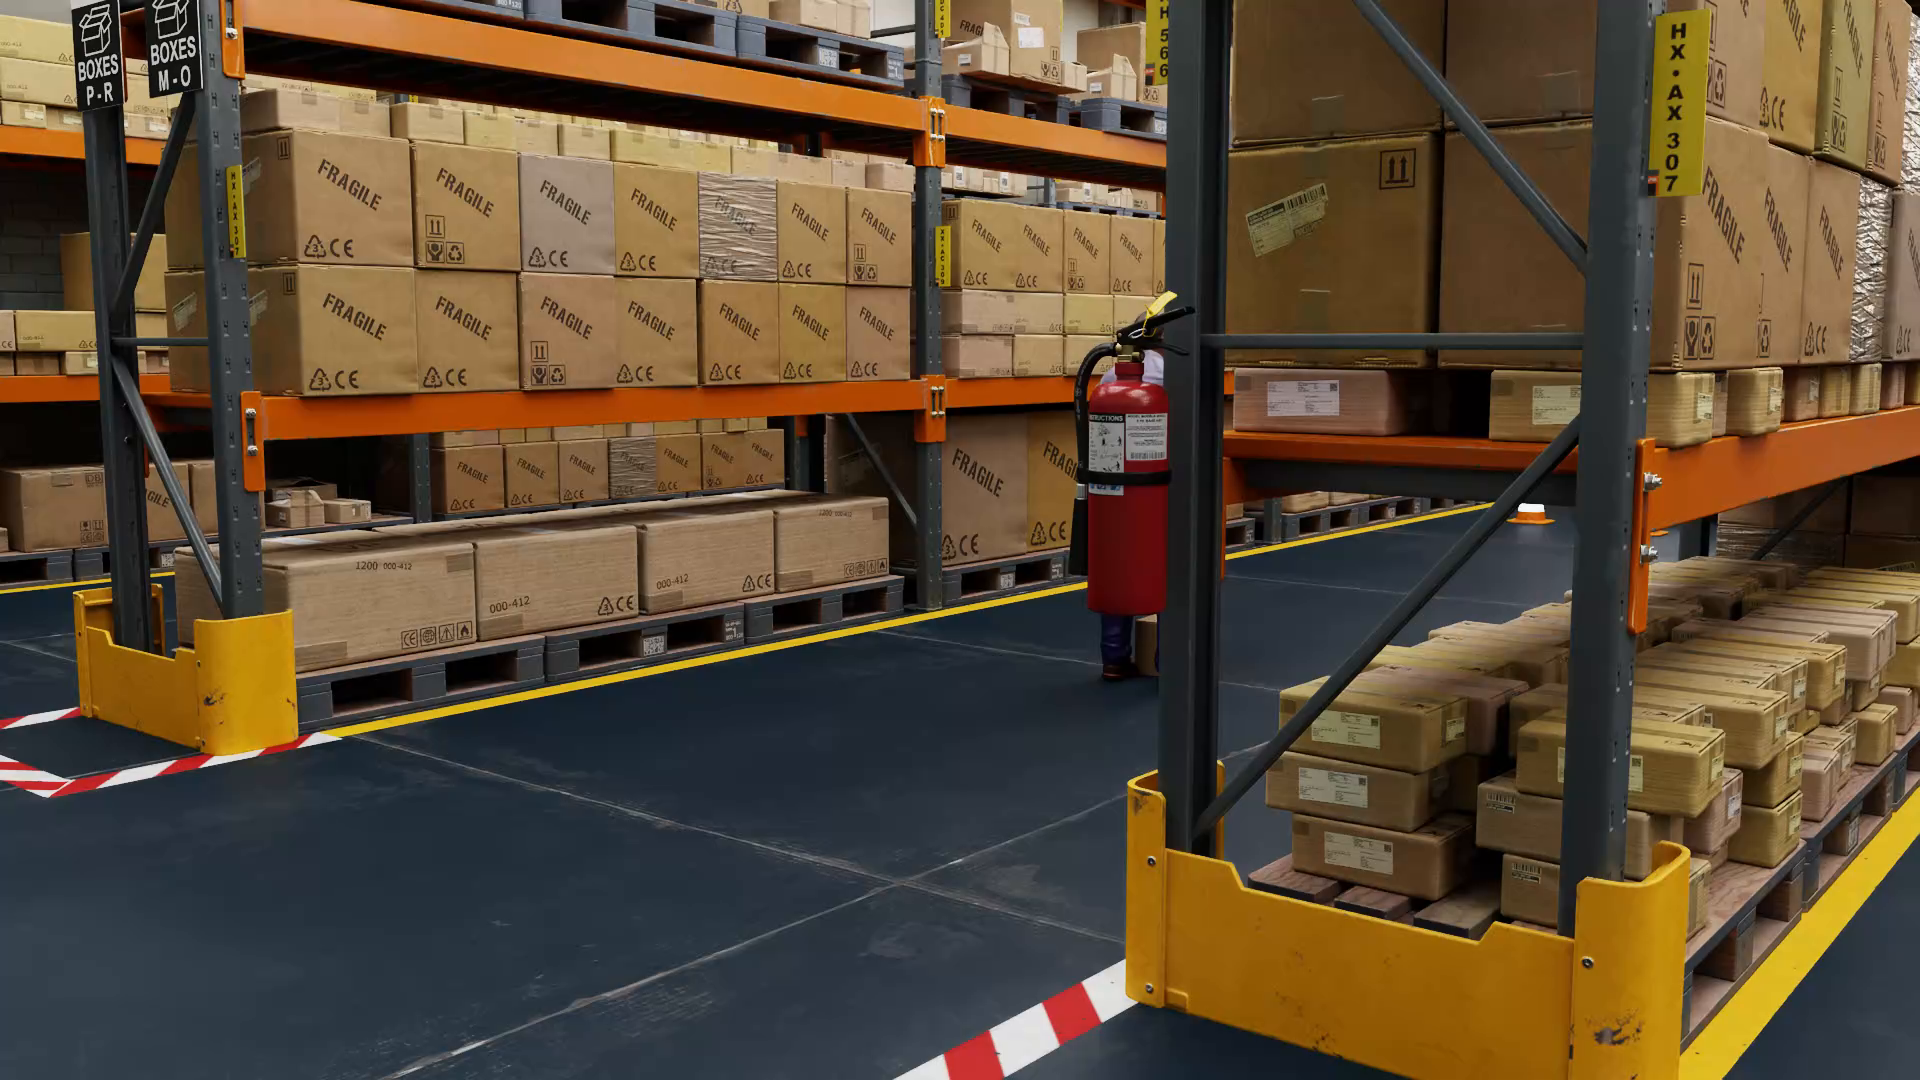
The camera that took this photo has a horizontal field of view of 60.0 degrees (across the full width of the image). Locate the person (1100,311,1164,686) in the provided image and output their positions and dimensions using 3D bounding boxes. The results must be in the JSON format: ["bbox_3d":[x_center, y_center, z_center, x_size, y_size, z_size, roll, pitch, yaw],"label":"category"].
[{"bbox_3d":[0.826,-0.180,7.348,0.537,1.636,0.373,5,9,38],"label":"person"}]
